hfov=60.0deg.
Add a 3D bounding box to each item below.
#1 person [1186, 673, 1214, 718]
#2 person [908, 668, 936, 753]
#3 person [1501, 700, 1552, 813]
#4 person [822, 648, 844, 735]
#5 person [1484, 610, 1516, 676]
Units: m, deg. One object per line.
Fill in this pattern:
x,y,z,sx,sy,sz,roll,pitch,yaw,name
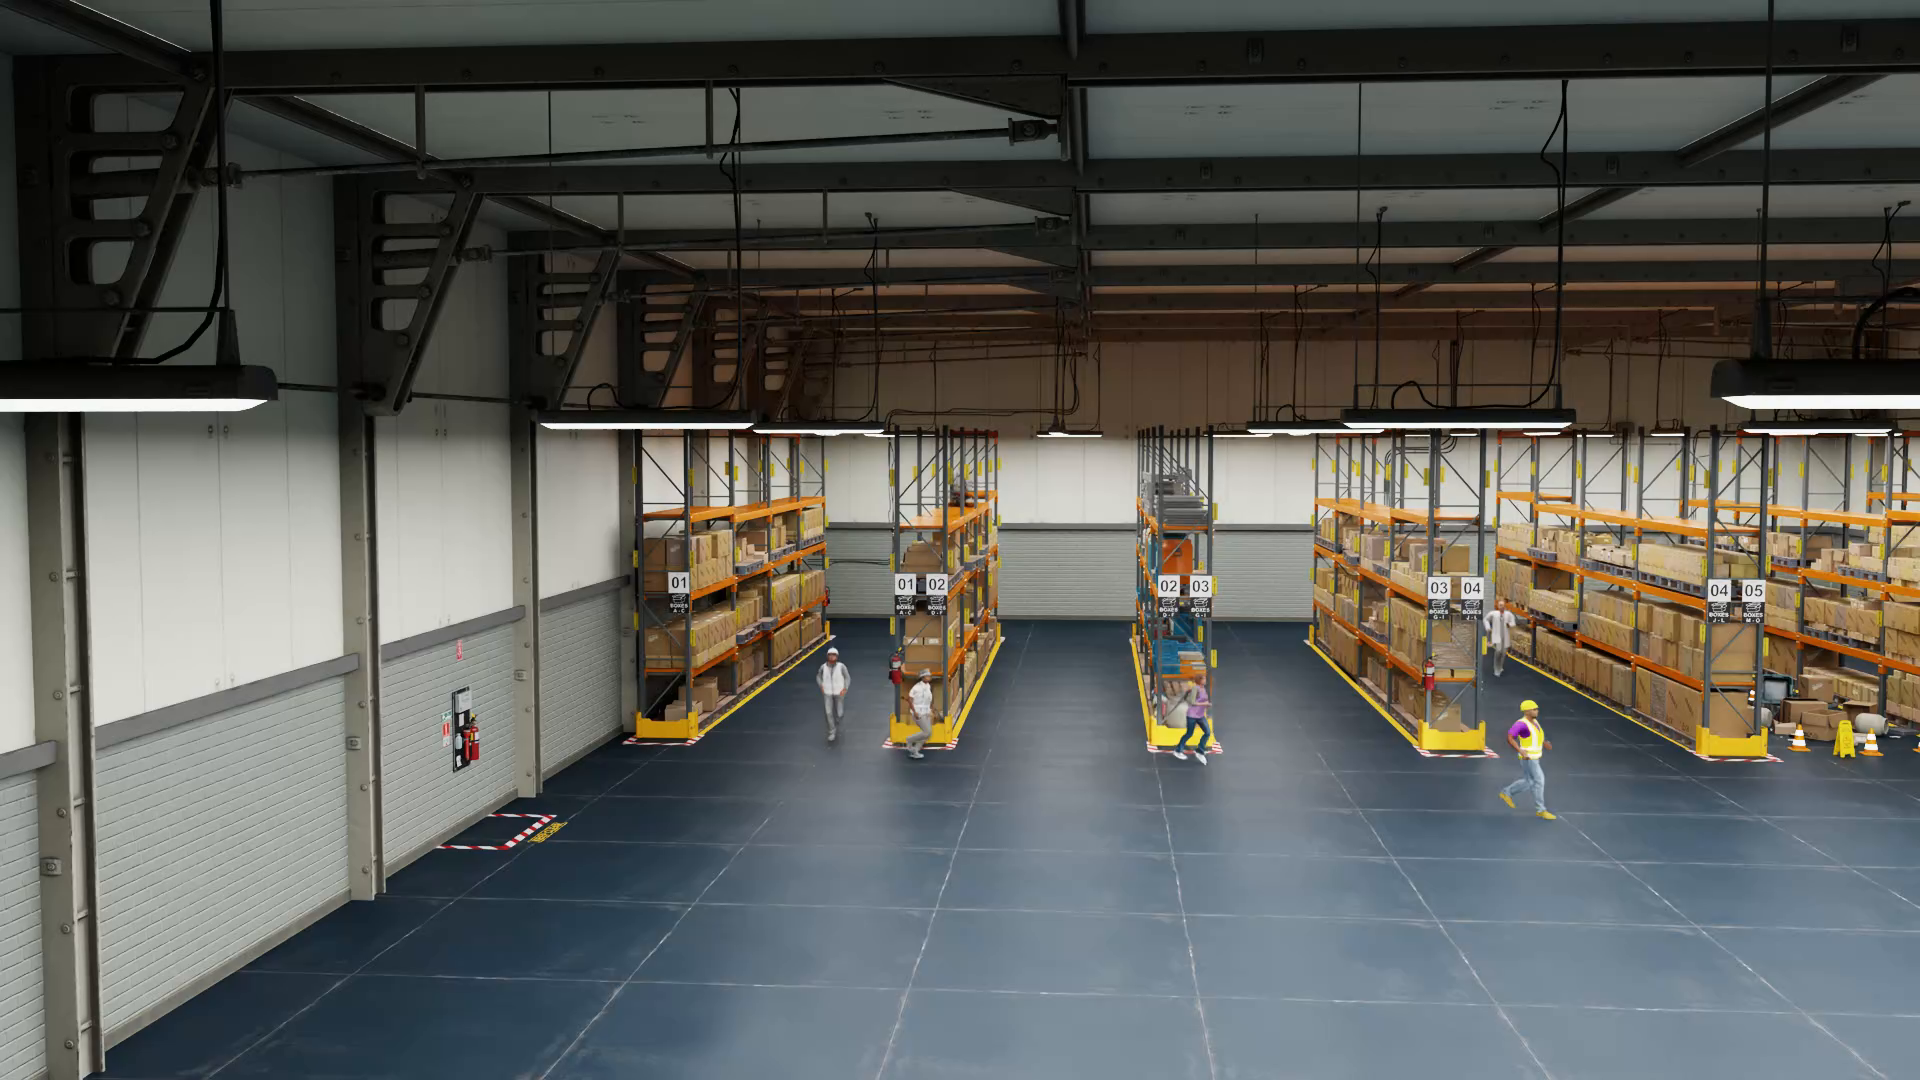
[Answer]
4.256,2.746,29.420,0.601,0.793,0.493,3,5,43,person
-0.669,3.081,29.957,0.478,1.559,0.543,2,4,25,person
8.595,3.269,25.296,0.750,1.684,0.704,2,4,36,person
-2.444,2.911,32.076,0.445,1.661,0.697,0,3,-2,person
13.191,2.504,40.634,0.670,1.639,0.723,0,3,1,person
